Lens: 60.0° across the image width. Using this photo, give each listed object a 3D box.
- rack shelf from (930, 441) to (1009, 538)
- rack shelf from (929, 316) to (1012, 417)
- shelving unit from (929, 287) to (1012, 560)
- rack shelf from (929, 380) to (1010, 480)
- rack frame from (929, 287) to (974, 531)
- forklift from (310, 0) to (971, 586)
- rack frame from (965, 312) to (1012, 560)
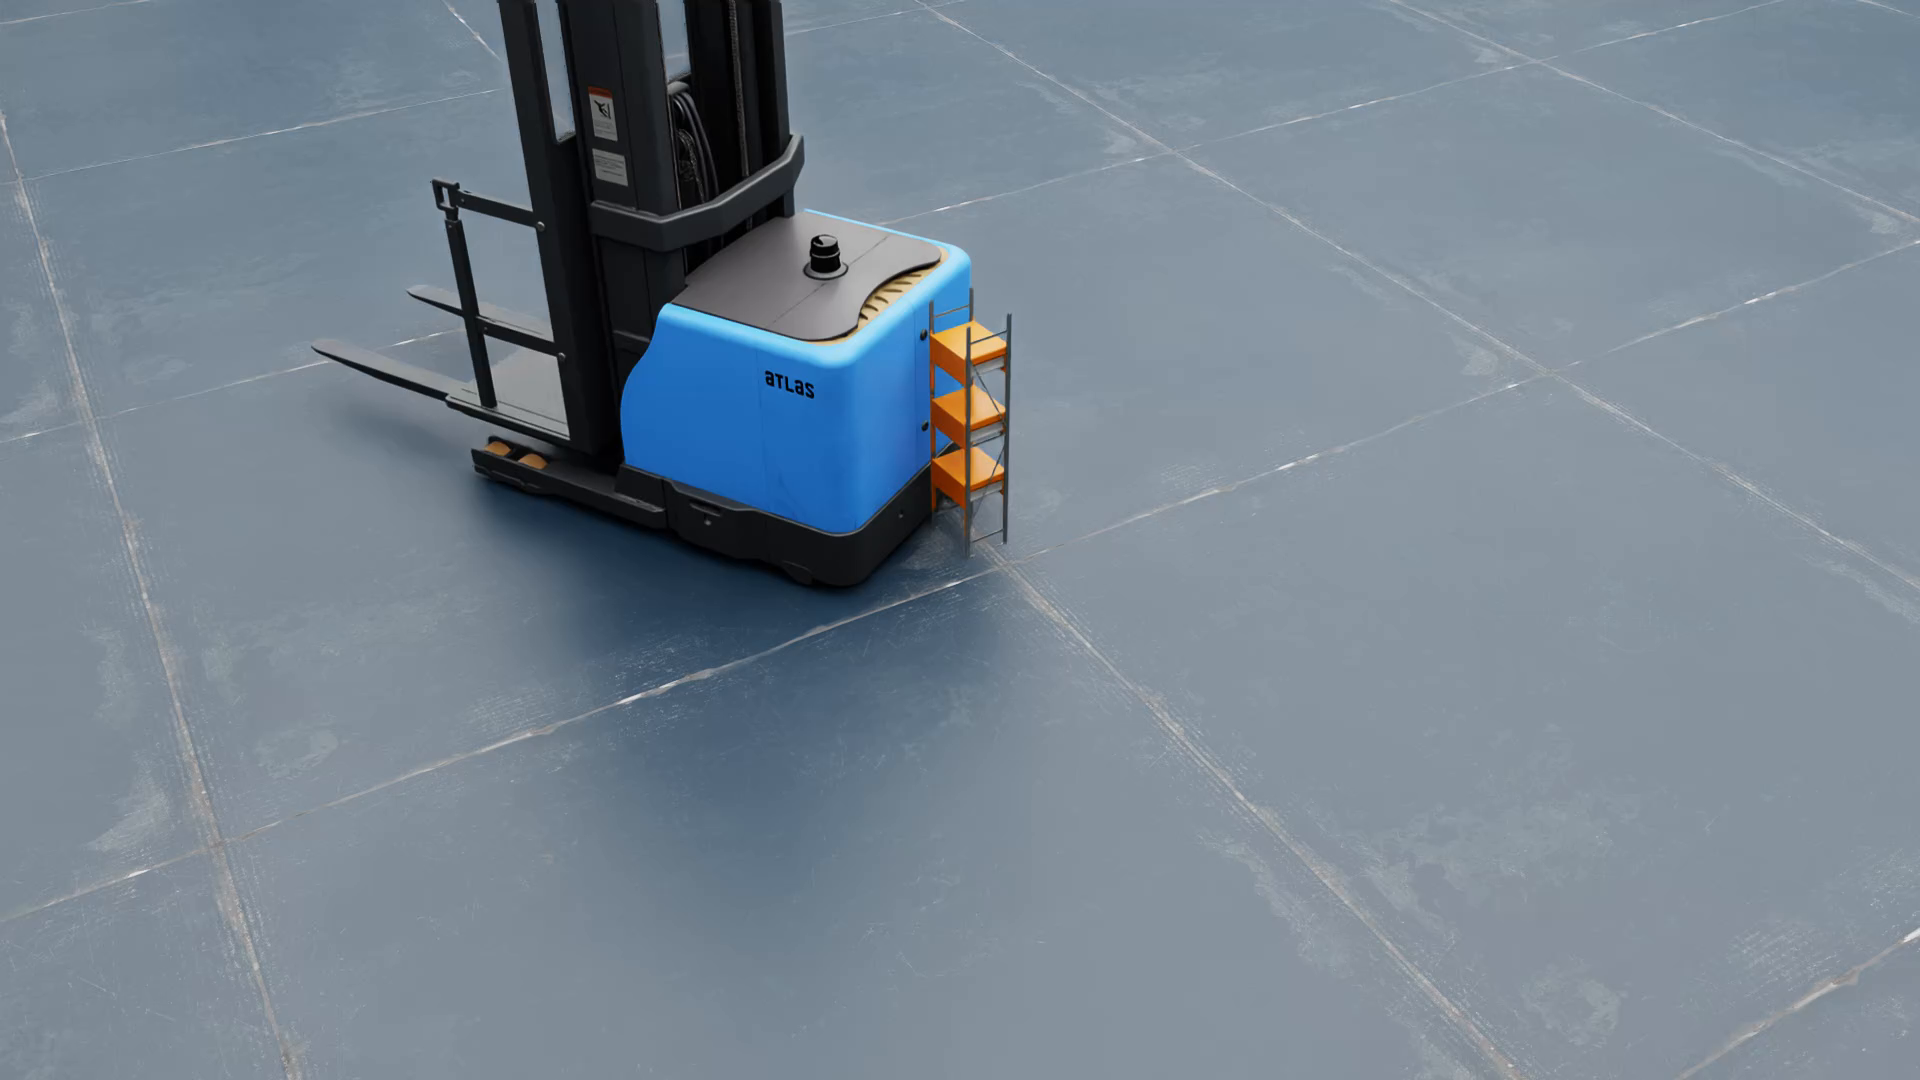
[{"bbox_3d":[0.037,-0.205,6.630,0.215,0.259,0.240,-22,42,-27],"label":"rack shelf"},{"bbox_3d":[0.037,-0.659,6.298,0.215,0.259,0.240,-22,42,-27],"label":"rack shelf"},{"bbox_3d":[0.037,-0.438,6.459,0.215,1.050,0.252,-22,42,-27],"label":"shelving unit"},{"bbox_3d":[0.037,-0.429,6.466,0.215,0.259,0.240,-22,42,-27],"label":"rack shelf"},{"bbox_3d":[-0.032,-0.497,6.541,0.200,1.050,0.008,-22,42,-27],"label":"rack frame"},{"bbox_3d":[-1.482,-1.630,6.496,3.031,2.935,1.130,18,40,23],"label":"forklift"},{"bbox_3d":[0.106,-0.379,6.378,0.200,1.050,0.008,-22,42,-27],"label":"rack frame"}]
